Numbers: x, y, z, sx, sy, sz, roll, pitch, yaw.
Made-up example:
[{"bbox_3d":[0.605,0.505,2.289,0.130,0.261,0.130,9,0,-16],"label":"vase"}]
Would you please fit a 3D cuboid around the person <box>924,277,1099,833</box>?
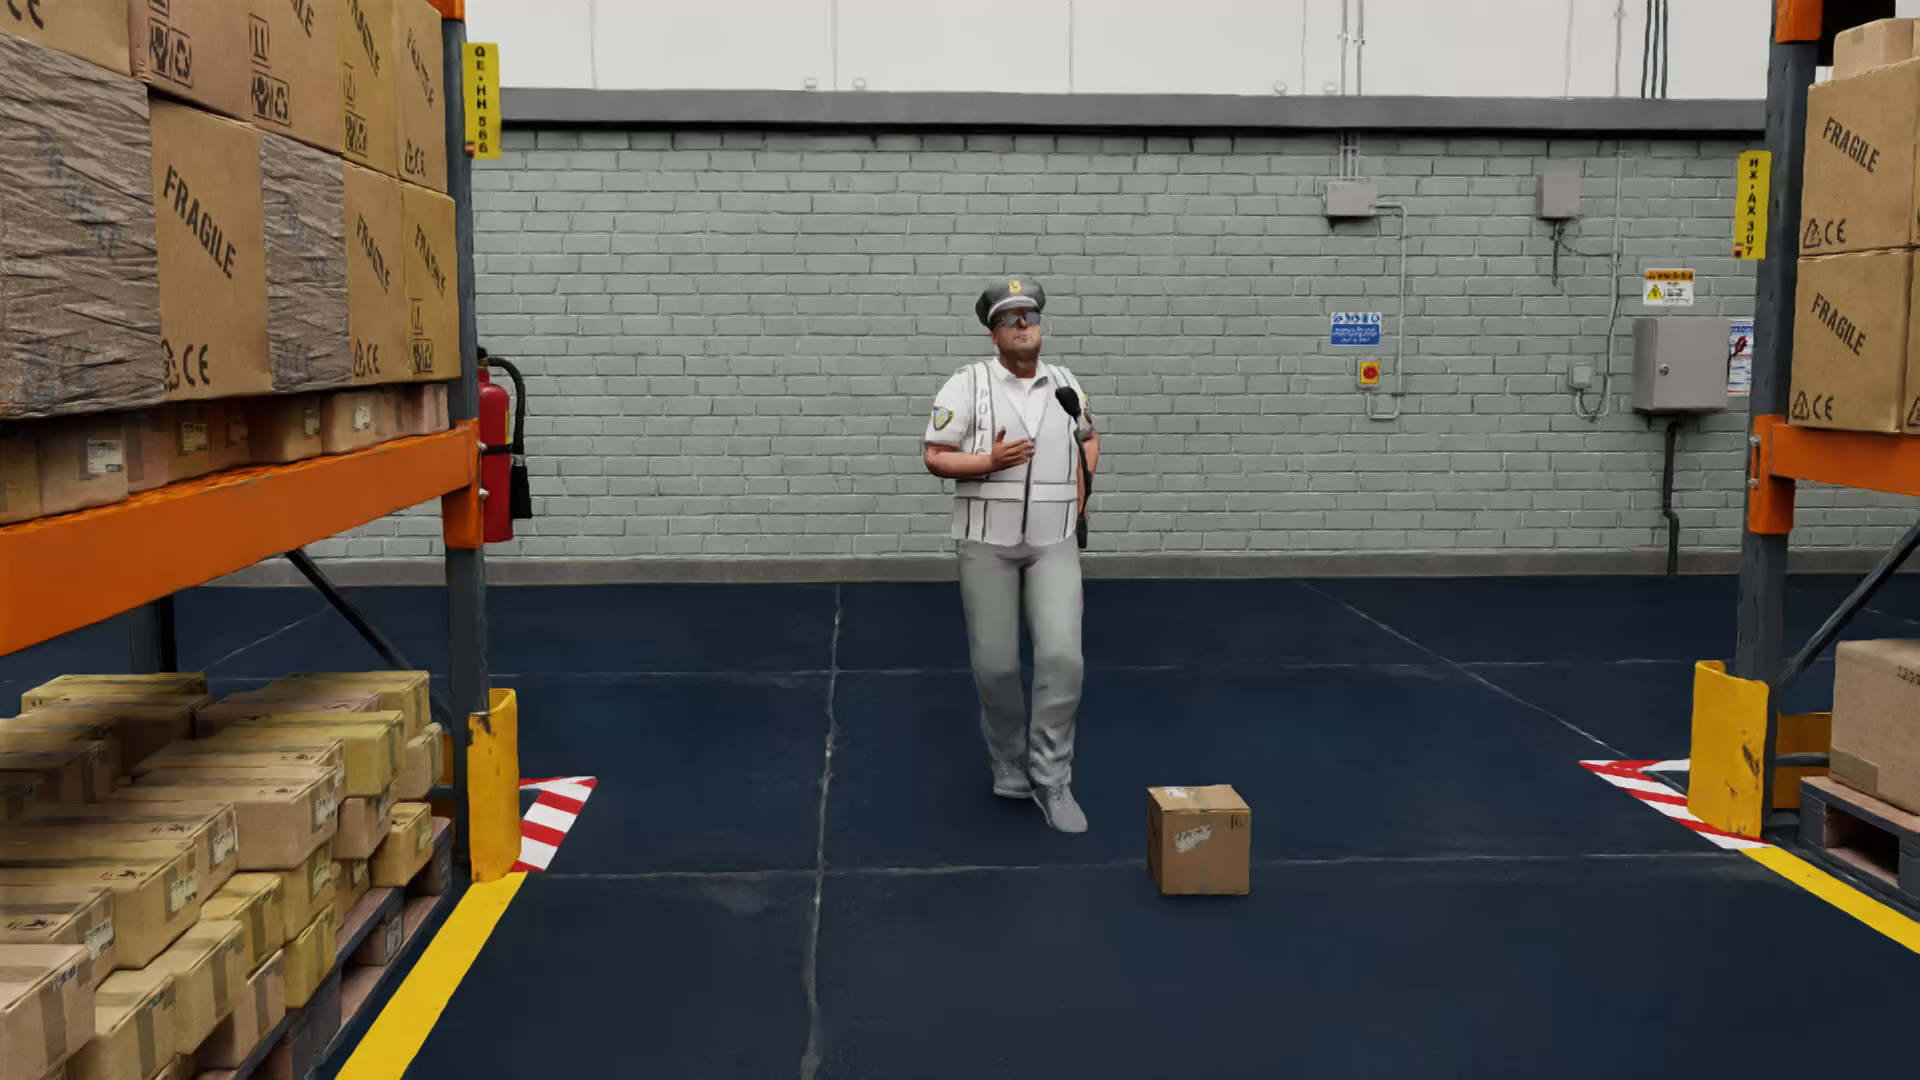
[{"bbox_3d":[0.201,0.033,5.543,0.634,1.795,0.761,-1,7,-5],"label":"person"}]
